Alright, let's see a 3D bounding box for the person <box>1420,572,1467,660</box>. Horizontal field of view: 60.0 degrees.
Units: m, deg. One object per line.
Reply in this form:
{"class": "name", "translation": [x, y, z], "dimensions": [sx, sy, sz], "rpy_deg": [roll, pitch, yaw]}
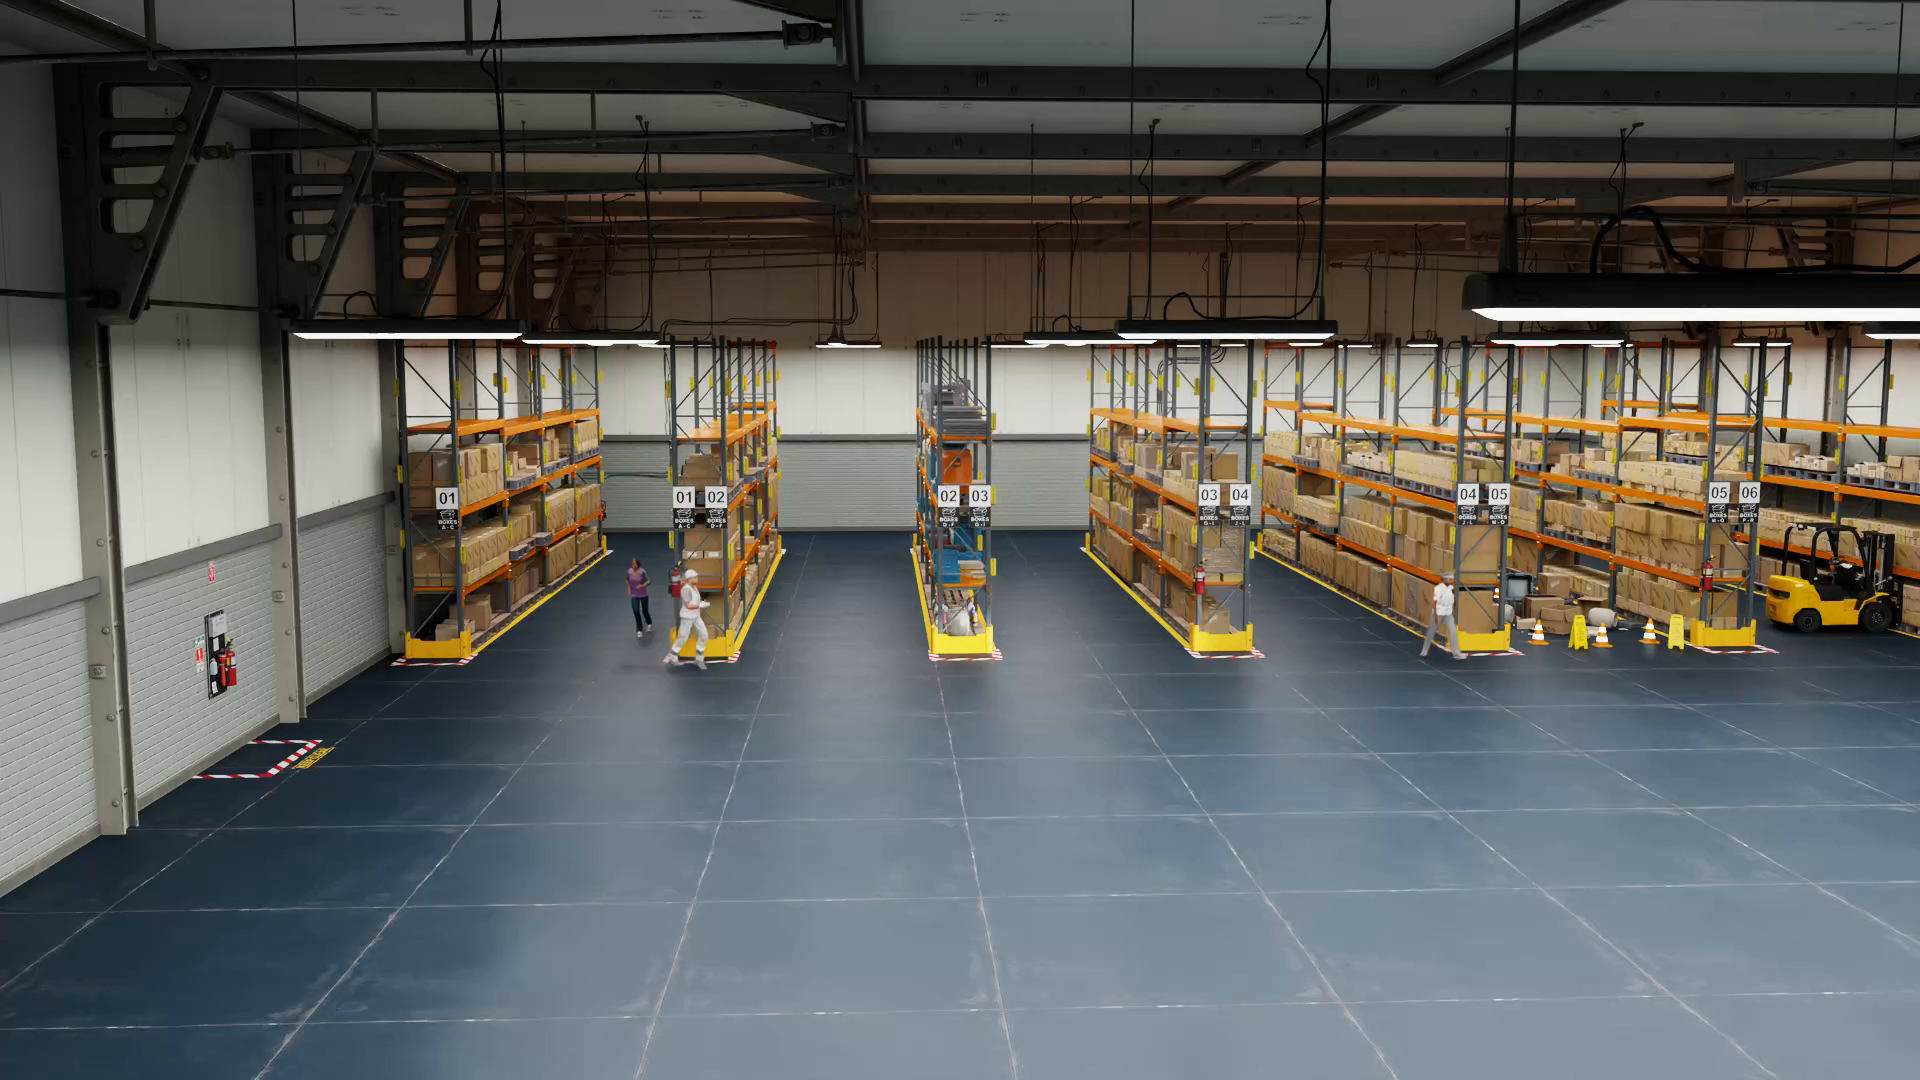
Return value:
{"class": "person", "translation": [9.008, 1.387, 31.007], "dimensions": [0.595, 1.631, 0.809], "rpy_deg": [-3, 7, -22]}

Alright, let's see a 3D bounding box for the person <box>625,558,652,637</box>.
{"class": "person", "translation": [-6.475, 1.141, 33.467], "dimensions": [0.529, 1.551, 0.798], "rpy_deg": [0, 7, -4]}

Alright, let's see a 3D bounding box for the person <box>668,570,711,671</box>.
{"class": "person", "translation": [-4.843, 1.444, 29.881], "dimensions": [0.868, 1.841, 0.624], "rpy_deg": [3, 7, 21]}
